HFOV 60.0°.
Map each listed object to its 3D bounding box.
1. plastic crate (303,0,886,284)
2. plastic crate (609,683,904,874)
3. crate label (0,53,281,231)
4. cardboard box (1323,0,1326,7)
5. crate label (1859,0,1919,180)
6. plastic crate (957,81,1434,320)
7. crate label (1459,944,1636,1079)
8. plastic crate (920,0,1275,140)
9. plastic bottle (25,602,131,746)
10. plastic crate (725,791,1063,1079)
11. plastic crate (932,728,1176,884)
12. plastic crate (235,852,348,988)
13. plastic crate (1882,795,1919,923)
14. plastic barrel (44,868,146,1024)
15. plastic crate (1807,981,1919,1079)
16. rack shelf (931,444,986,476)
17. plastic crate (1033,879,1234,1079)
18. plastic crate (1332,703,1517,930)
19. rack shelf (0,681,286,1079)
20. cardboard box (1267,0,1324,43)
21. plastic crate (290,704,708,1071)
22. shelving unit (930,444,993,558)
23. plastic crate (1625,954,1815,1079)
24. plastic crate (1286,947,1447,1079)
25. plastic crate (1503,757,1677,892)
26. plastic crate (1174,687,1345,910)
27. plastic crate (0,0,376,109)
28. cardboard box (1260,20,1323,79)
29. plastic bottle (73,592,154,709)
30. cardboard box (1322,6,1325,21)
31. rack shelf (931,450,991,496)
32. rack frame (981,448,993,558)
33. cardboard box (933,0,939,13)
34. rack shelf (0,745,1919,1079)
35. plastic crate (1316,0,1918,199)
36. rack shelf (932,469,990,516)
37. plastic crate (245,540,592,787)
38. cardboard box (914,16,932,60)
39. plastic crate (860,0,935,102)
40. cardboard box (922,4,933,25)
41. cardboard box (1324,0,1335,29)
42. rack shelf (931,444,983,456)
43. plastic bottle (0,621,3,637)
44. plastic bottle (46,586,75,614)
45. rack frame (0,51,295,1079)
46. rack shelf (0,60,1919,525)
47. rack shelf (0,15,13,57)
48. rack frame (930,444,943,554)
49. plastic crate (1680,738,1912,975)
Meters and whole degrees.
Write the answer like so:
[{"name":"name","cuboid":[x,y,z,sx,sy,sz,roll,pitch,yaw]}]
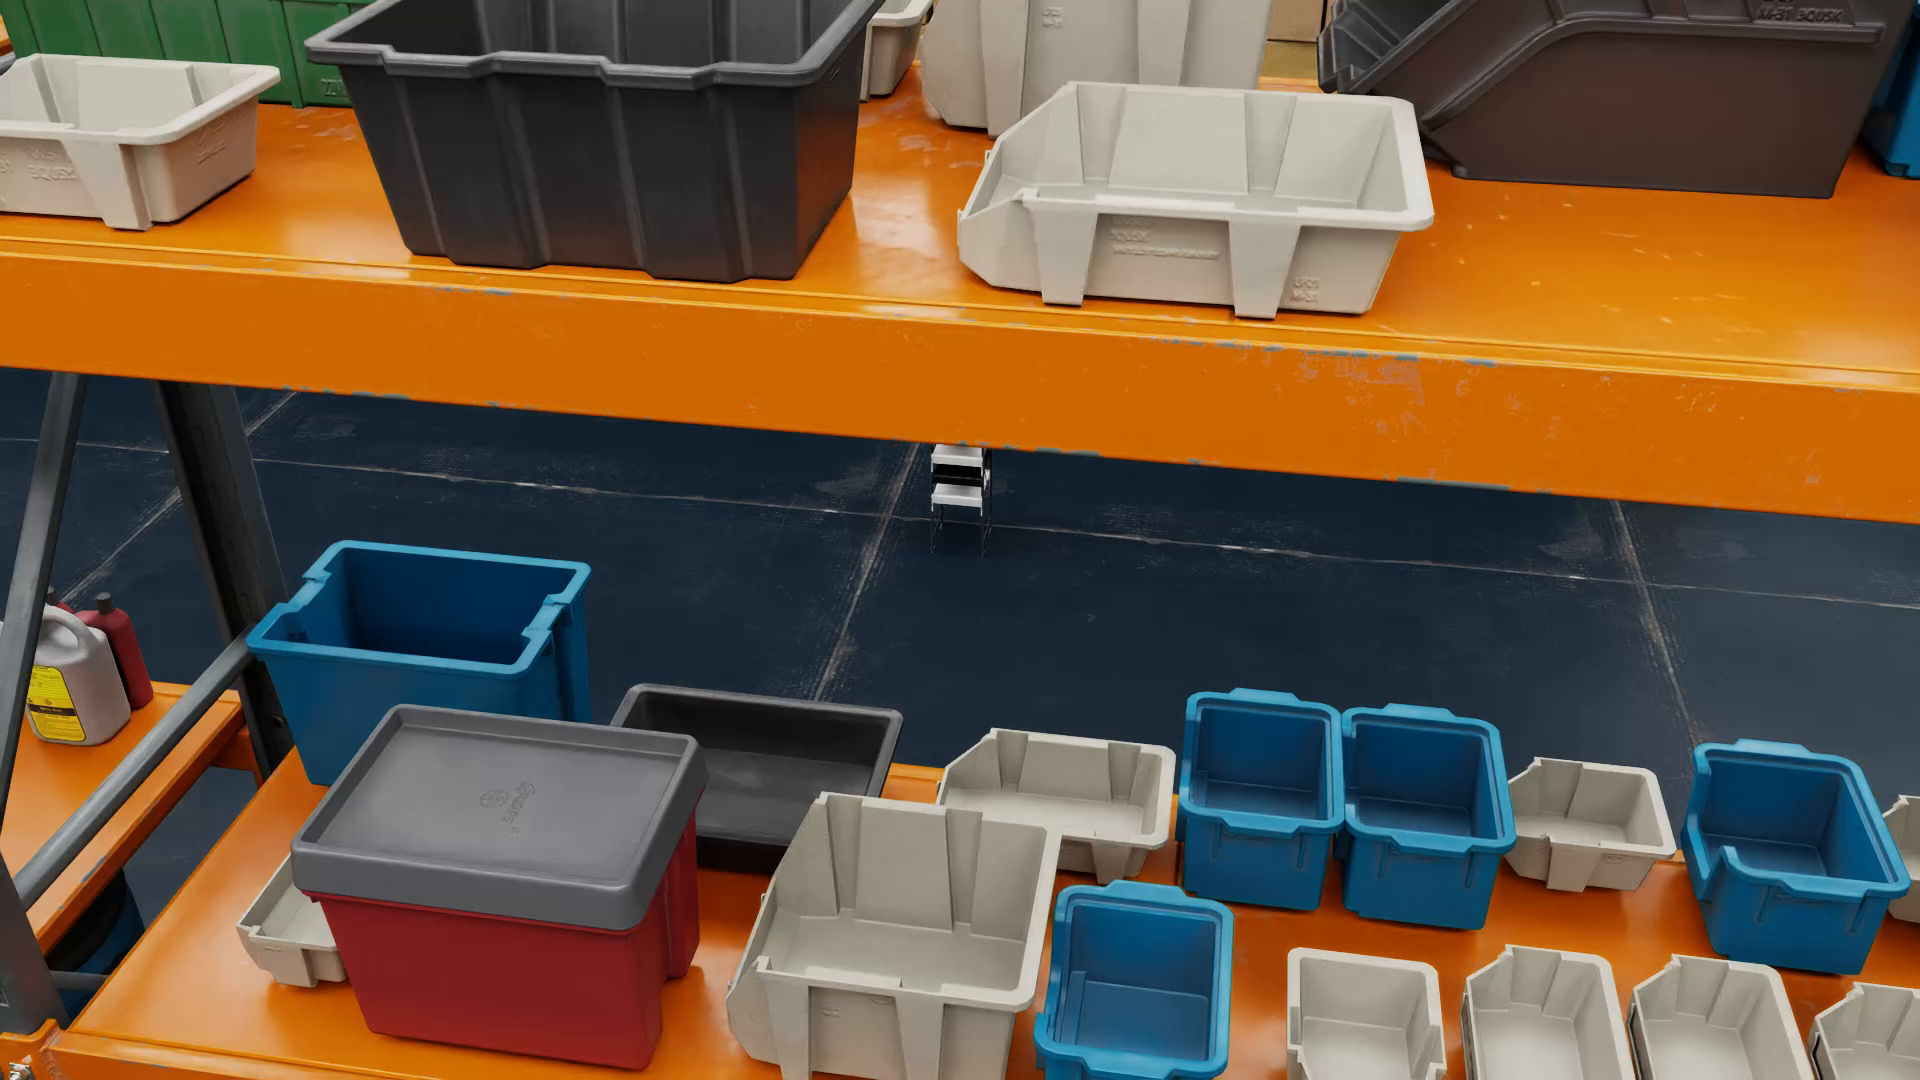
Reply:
[{"name":"plastic crate","cuboid":[-0.410,-0.518,2.047,0.590,0.269,0.497,5,32,8]},{"name":"plastic crate","cuboid":[-0.439,0.494,3.336,0.590,0.125,0.437,5,32,8]},{"name":"crate label","cuboid":[-1.154,-0.521,2.177,0.466,0.136,0.293,5,32,8]},{"name":"cardboard box","cuboid":[1.790,-2.523,6.917,0.500,0.500,0.500,6,32,9]},{"name":"crate label","cuboid":[1.500,-0.659,2.289,0.502,0.251,0.408,5,32,8]},{"name":"plastic crate","cuboid":[0.276,-0.414,2.005,0.530,0.136,0.437,5,32,8]},{"name":"crate label","cuboid":[0.959,0.864,2.735,0.243,0.136,0.396,5,32,8]},{"name":"plastic crate","cuboid":[0.222,-0.780,2.453,0.530,0.282,0.437,5,32,8]},{"name":"plastic bottle","cuboid":[-1.920,0.260,3.554,0.185,0.351,0.144,5,32,8]},{"name":"plastic crate","cuboid":[-0.114,0.701,2.858,0.530,0.282,0.437,5,32,8]},{"name":"plastic crate","cuboid":[0.179,0.528,3.271,0.466,0.136,0.293,5,32,8]},{"name":"plastic crate","cuboid":[-1.153,0.646,3.082,0.243,0.136,0.396,5,32,8]},{"name":"plastic crate","cuboid":[1.865,0.621,3.123,0.298,0.136,0.250,5,32,8]},{"name":"plastic barrel","cuboid":[-2.121,1.098,3.751,0.708,0.901,0.600,5,32,8]},{"name":"plastic crate","cuboid":[1.521,0.909,2.663,0.243,0.136,0.396,5,32,8]},{"name":"rack shelf","cuboid":[0.008,-0.352,6.528,0.200,0.077,0.258,5,32,8]},{"name":"plastic crate","cuboid":[0.287,0.797,2.751,0.300,0.233,0.416,5,32,8]},{"name":"plastic crate","cuboid":[0.869,0.535,3.170,0.300,0.233,0.416,5,32,8]},{"name":"rack shelf","cuboid":[-3.560,0.570,3.690,4.000,0.370,1.077,5,32,8]},{"name":"cardboard box","cuboid":[1.191,-2.286,6.538,0.500,0.500,0.500,6,33,10]},{"name":"plastic crate","cuboid":[-0.750,0.602,2.844,0.583,0.464,0.402,5,32,8]},{"name":"shelving unit","cuboid":[0.008,-0.381,6.510,0.210,0.900,0.258,5,32,8]},{"name":"plastic crate","cuboid":[1.237,0.876,2.716,0.243,0.136,0.396,5,32,8]},{"name":"plastic crate","cuboid":[0.664,0.847,2.762,0.250,0.136,0.298,5,32,8]},{"name":"plastic crate","cuboid":[1.196,0.560,3.219,0.298,0.136,0.250,5,32,8]},{"name":"plastic crate","cuboid":[0.573,0.508,3.213,0.300,0.233,0.416,5,32,8]},{"name":"plastic crate","cuboid":[-1.120,-0.858,2.666,0.662,0.188,0.450,5,32,8]},{"name":"cardboard box","cuboid":[1.205,-1.866,6.810,0.500,0.500,0.500,5,32,8]},{"name":"plastic bottle","cuboid":[-1.878,0.237,3.654,0.133,0.283,0.061,5,32,8]},{"name":"cardboard box","cuboid":[1.795,-2.099,7.182,0.500,0.500,0.500,5,32,8]},{"name":"rack shelf","cuboid":[0.008,-0.276,6.576,0.200,0.077,0.258,5,32,8]},{"name":"rack frame","cuboid":[0.108,-0.372,6.496,0.006,0.900,0.240,5,32,8]},{"name":"cardboard box","cuboid":[0.175,-2.378,6.685,0.500,0.500,0.500,4,32,7]},{"name":"rack shelf","cuboid":[0.383,0.927,3.120,4.000,0.370,1.077,5,32,8]},{"name":"plastic crate","cuboid":[0.895,-0.725,2.312,0.767,0.338,0.504,5,32,8]},{"name":"rack shelf","cuboid":[0.008,-0.200,6.623,0.200,0.077,0.258,5,32,8]},{"name":"plastic crate","cuboid":[-1.070,0.288,3.421,0.575,0.384,0.392,5,32,8]},{"name":"cardboard box","cuboid":[-0.294,-2.001,7.025,0.500,0.500,0.500,6,33,9]},{"name":"plastic crate","cuboid":[-0.270,-0.801,2.625,0.466,0.136,0.293,5,32,8]},{"name":"cardboard box","cuboid":[-0.334,-2.424,6.758,0.500,0.500,0.500,6,33,9]},{"name":"cardboard box","cuboid":[1.697,-2.240,6.465,0.500,0.500,0.500,6,33,10]},{"name":"rack shelf","cuboid":[0.008,-0.429,6.480,0.200,0.077,0.258,5,32,8]},{"name":"plastic bottle","cuboid":[-2.126,0.259,3.696,0.097,0.201,0.097,0,32,0]},{"name":"plastic bottle","cuboid":[-2.009,0.225,3.673,0.133,0.283,0.061,5,32,8]},{"name":"rack frame","cuboid":[-1.589,0.445,3.211,0.053,2.616,0.949,5,32,8]},{"name":"rack shelf","cuboid":[0.383,-0.344,2.324,4.000,0.370,1.077,5,32,8]},{"name":"rack shelf","cuboid":[-3.560,-0.701,2.894,4.000,0.370,1.077,5,32,8]},{"name":"rack frame","cuboid":[-0.092,-0.390,6.525,0.006,0.900,0.240,5,32,8]},{"name":"plastic crate","cuboid":[1.518,0.593,3.076,0.300,0.233,0.416,5,32,8]}]
